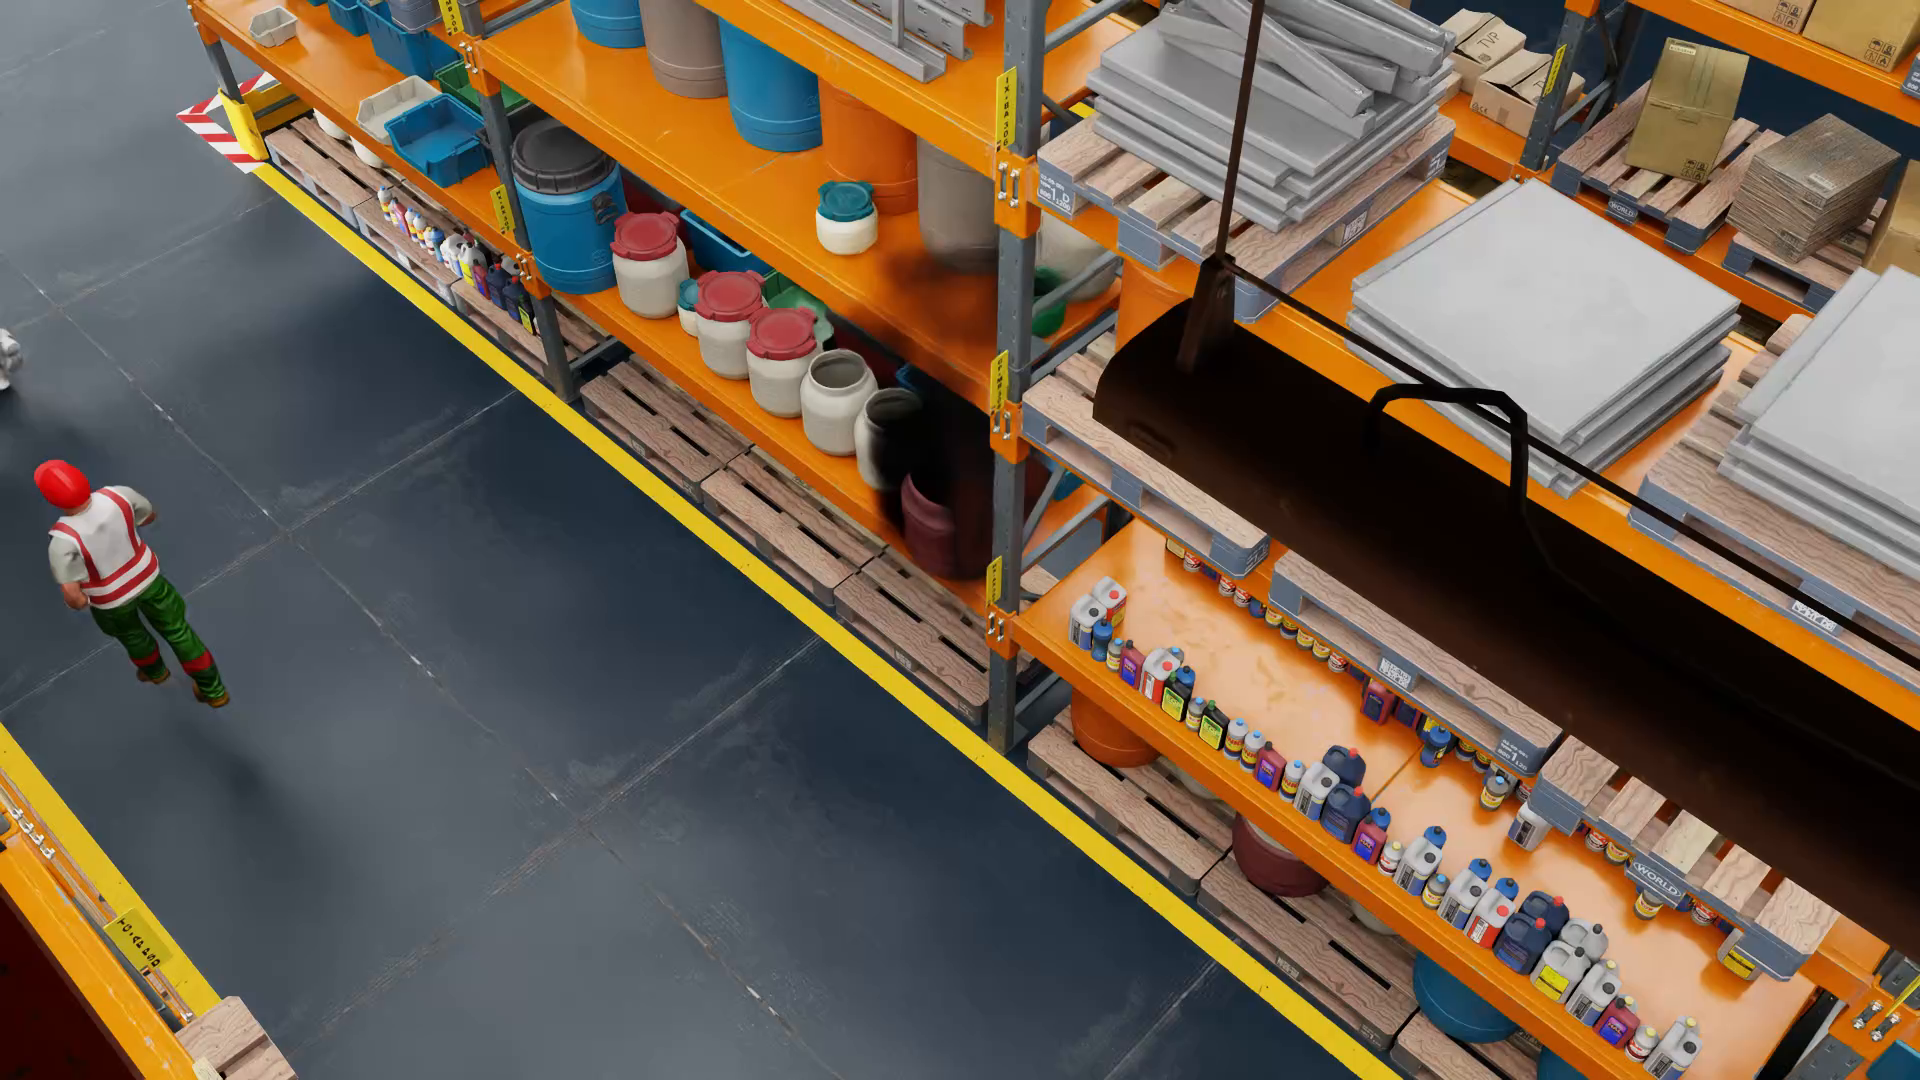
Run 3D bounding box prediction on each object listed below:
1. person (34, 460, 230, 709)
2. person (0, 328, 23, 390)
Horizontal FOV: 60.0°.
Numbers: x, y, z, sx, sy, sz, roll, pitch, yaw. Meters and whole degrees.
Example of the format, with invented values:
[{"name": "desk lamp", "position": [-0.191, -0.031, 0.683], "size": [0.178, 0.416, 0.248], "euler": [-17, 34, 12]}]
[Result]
[{"name": "person", "position": [-4.331, 0.248, 8.628], "size": [0.732, 1.864, 0.632], "euler": [33, 57, 24]}, {"name": "person", "position": [-6.541, -1.620, 10.627], "size": [0.637, 1.733, 0.710], "euler": [25, 55, 20]}]
